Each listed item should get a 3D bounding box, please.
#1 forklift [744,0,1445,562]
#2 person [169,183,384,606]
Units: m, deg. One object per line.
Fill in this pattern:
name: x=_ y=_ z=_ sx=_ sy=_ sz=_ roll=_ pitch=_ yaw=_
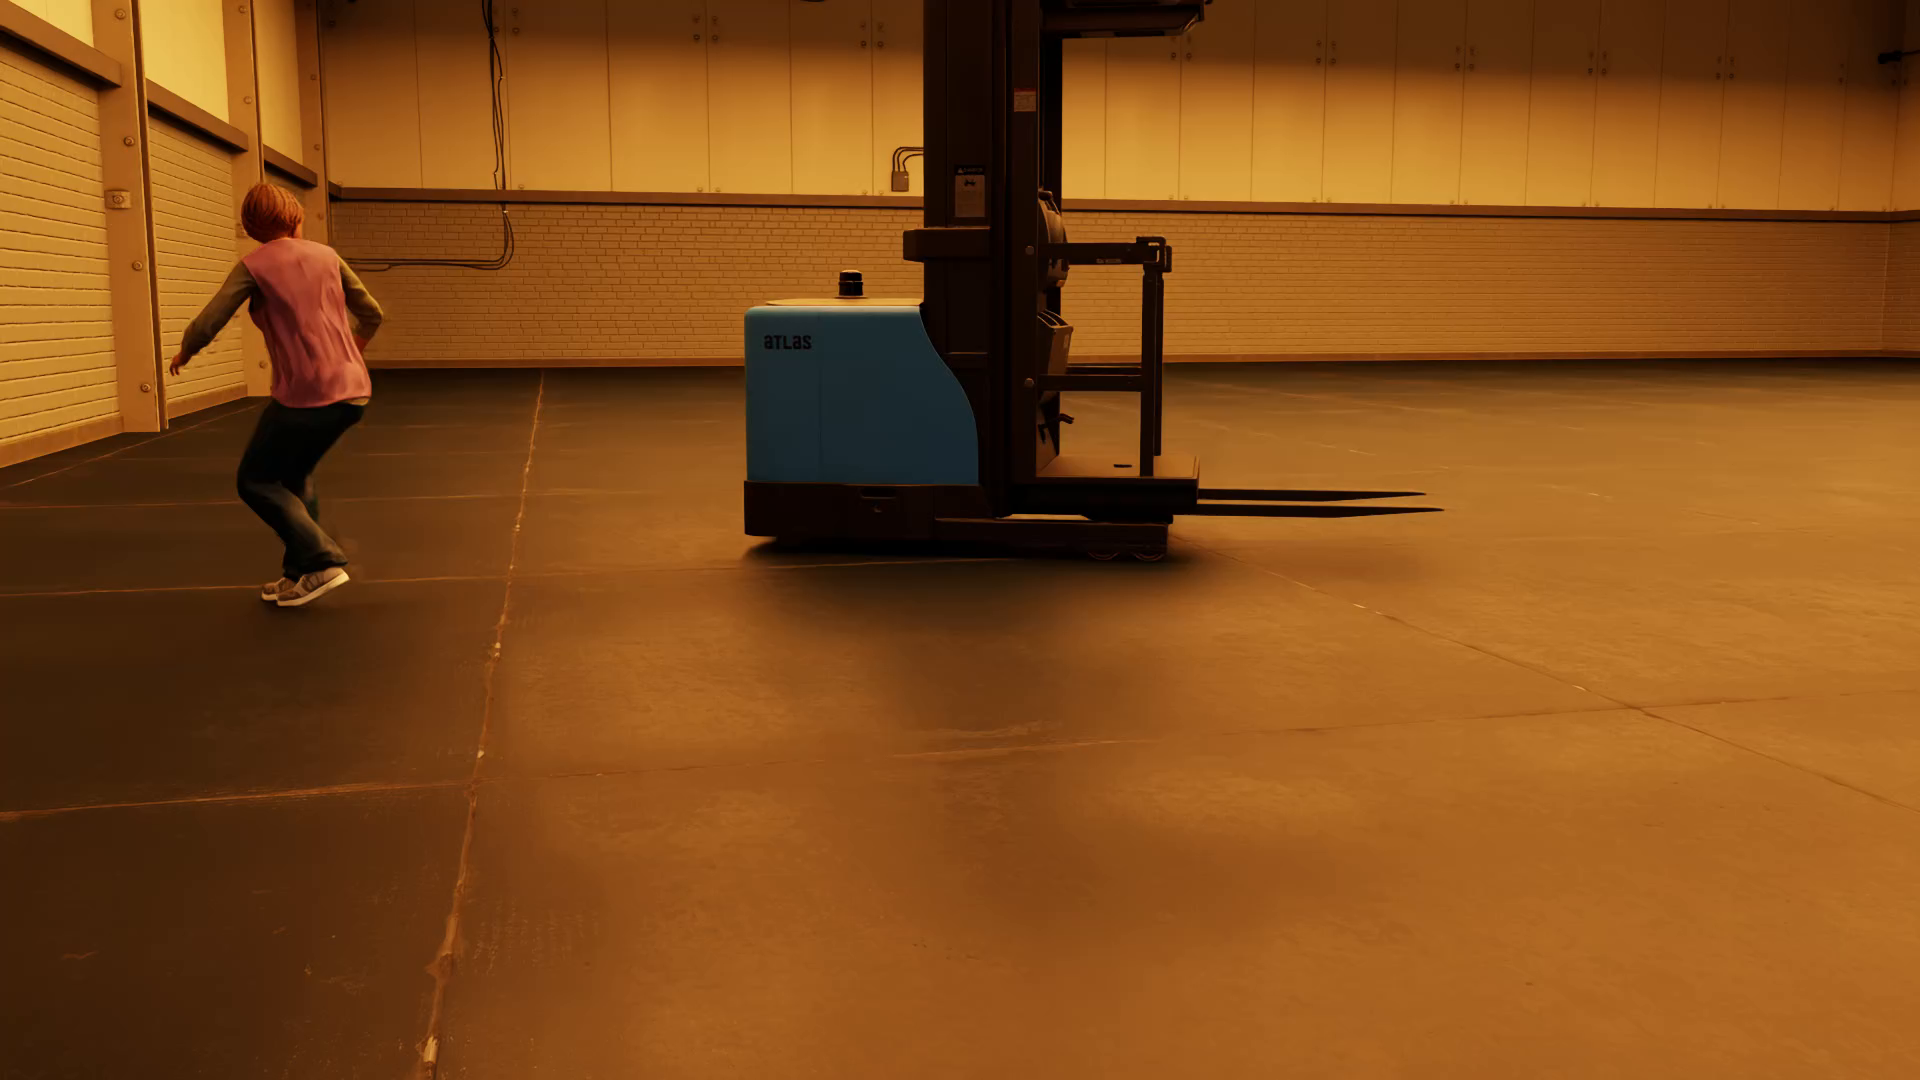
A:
forklift: x=0.603 y=-1.439 z=7.412 sx=3.031 sy=2.935 sz=1.130 roll=1 pitch=8 yaw=9
person: x=-2.443 y=-0.517 z=6.004 sx=0.672 sy=1.505 sz=0.694 roll=4 pitch=9 yaw=28
